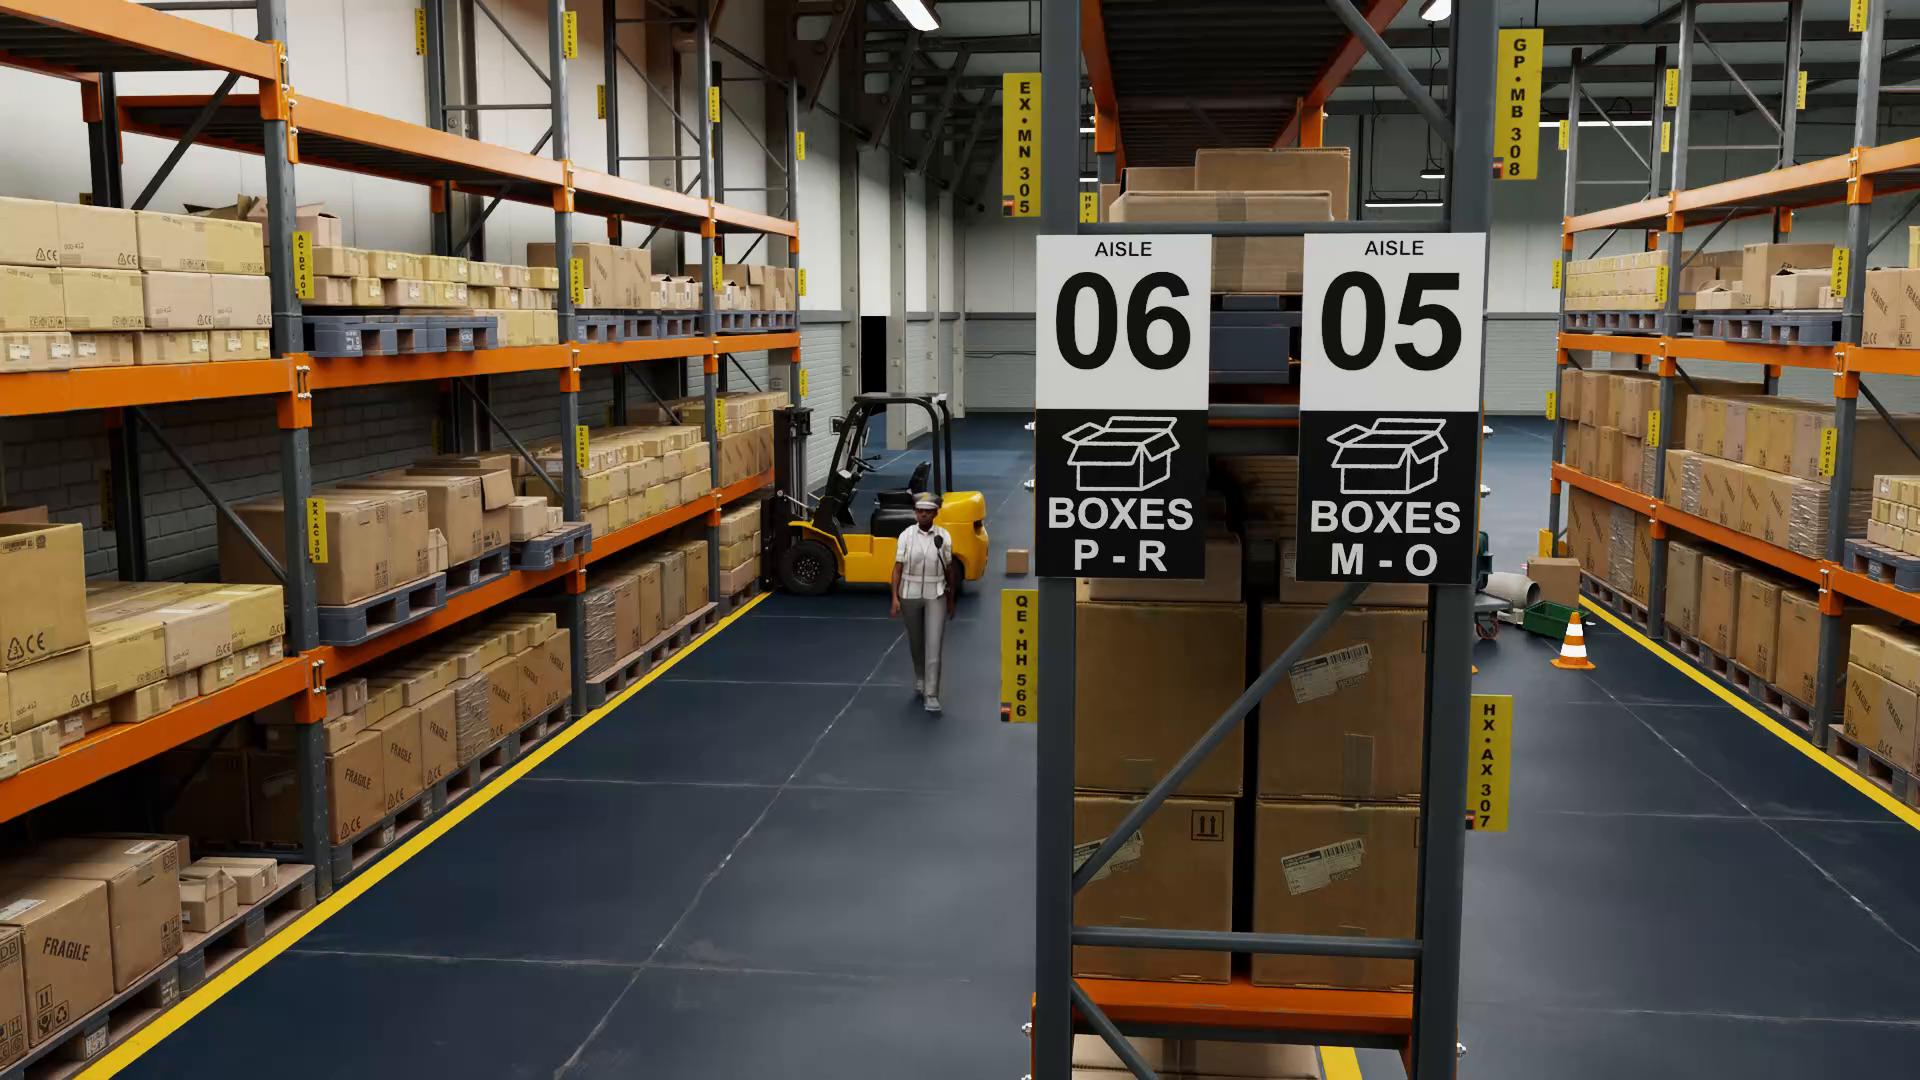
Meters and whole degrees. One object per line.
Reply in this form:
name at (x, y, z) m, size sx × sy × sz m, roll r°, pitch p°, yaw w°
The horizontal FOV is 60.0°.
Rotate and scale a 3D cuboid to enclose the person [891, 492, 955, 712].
person at (-0.289, 0.442, 12.862) m, size 0.475 × 1.632 × 0.987 m, roll 1°, pitch 8°, yaw 4°
